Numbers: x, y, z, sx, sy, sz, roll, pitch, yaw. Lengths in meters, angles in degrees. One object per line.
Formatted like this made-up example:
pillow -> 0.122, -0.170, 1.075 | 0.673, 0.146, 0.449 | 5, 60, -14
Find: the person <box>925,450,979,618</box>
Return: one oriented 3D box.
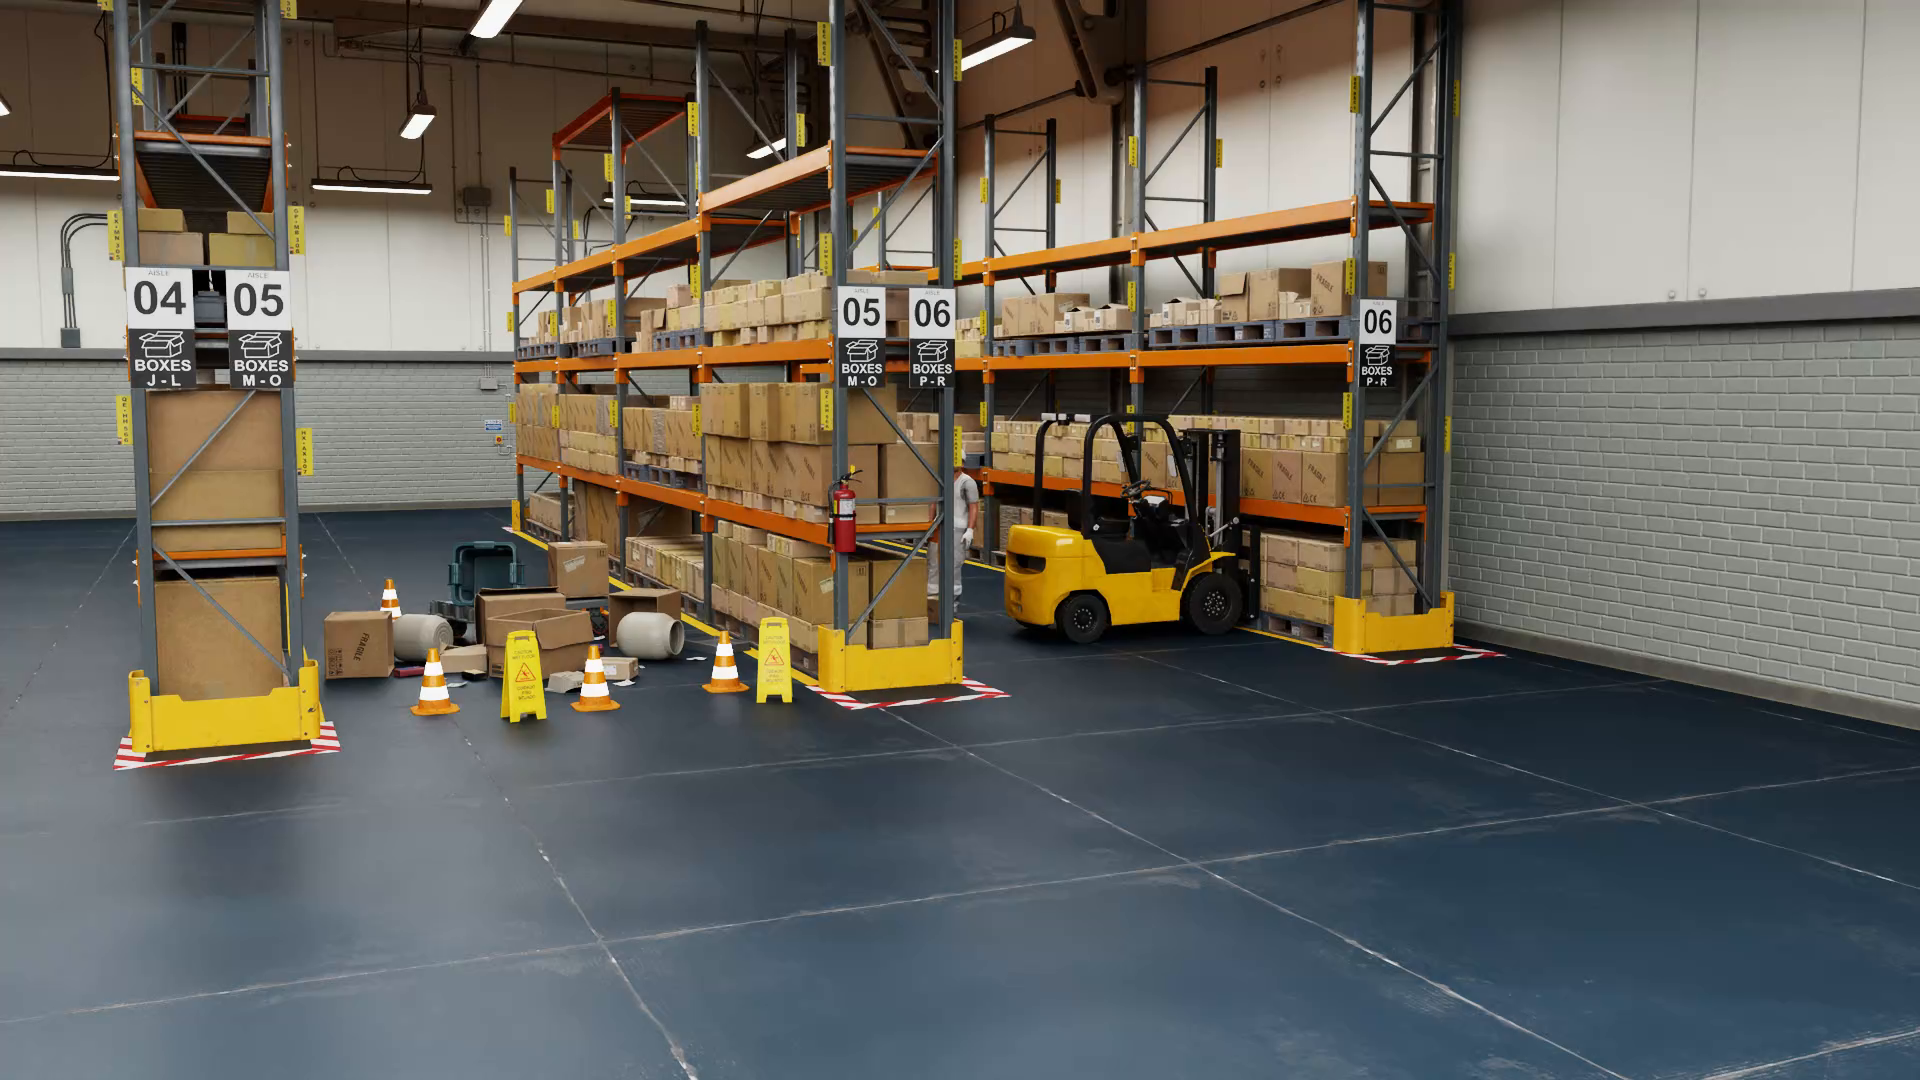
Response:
person -> -0.155, -0.073, 17.250 | 0.637, 1.790, 0.562 | 4, 7, 37
